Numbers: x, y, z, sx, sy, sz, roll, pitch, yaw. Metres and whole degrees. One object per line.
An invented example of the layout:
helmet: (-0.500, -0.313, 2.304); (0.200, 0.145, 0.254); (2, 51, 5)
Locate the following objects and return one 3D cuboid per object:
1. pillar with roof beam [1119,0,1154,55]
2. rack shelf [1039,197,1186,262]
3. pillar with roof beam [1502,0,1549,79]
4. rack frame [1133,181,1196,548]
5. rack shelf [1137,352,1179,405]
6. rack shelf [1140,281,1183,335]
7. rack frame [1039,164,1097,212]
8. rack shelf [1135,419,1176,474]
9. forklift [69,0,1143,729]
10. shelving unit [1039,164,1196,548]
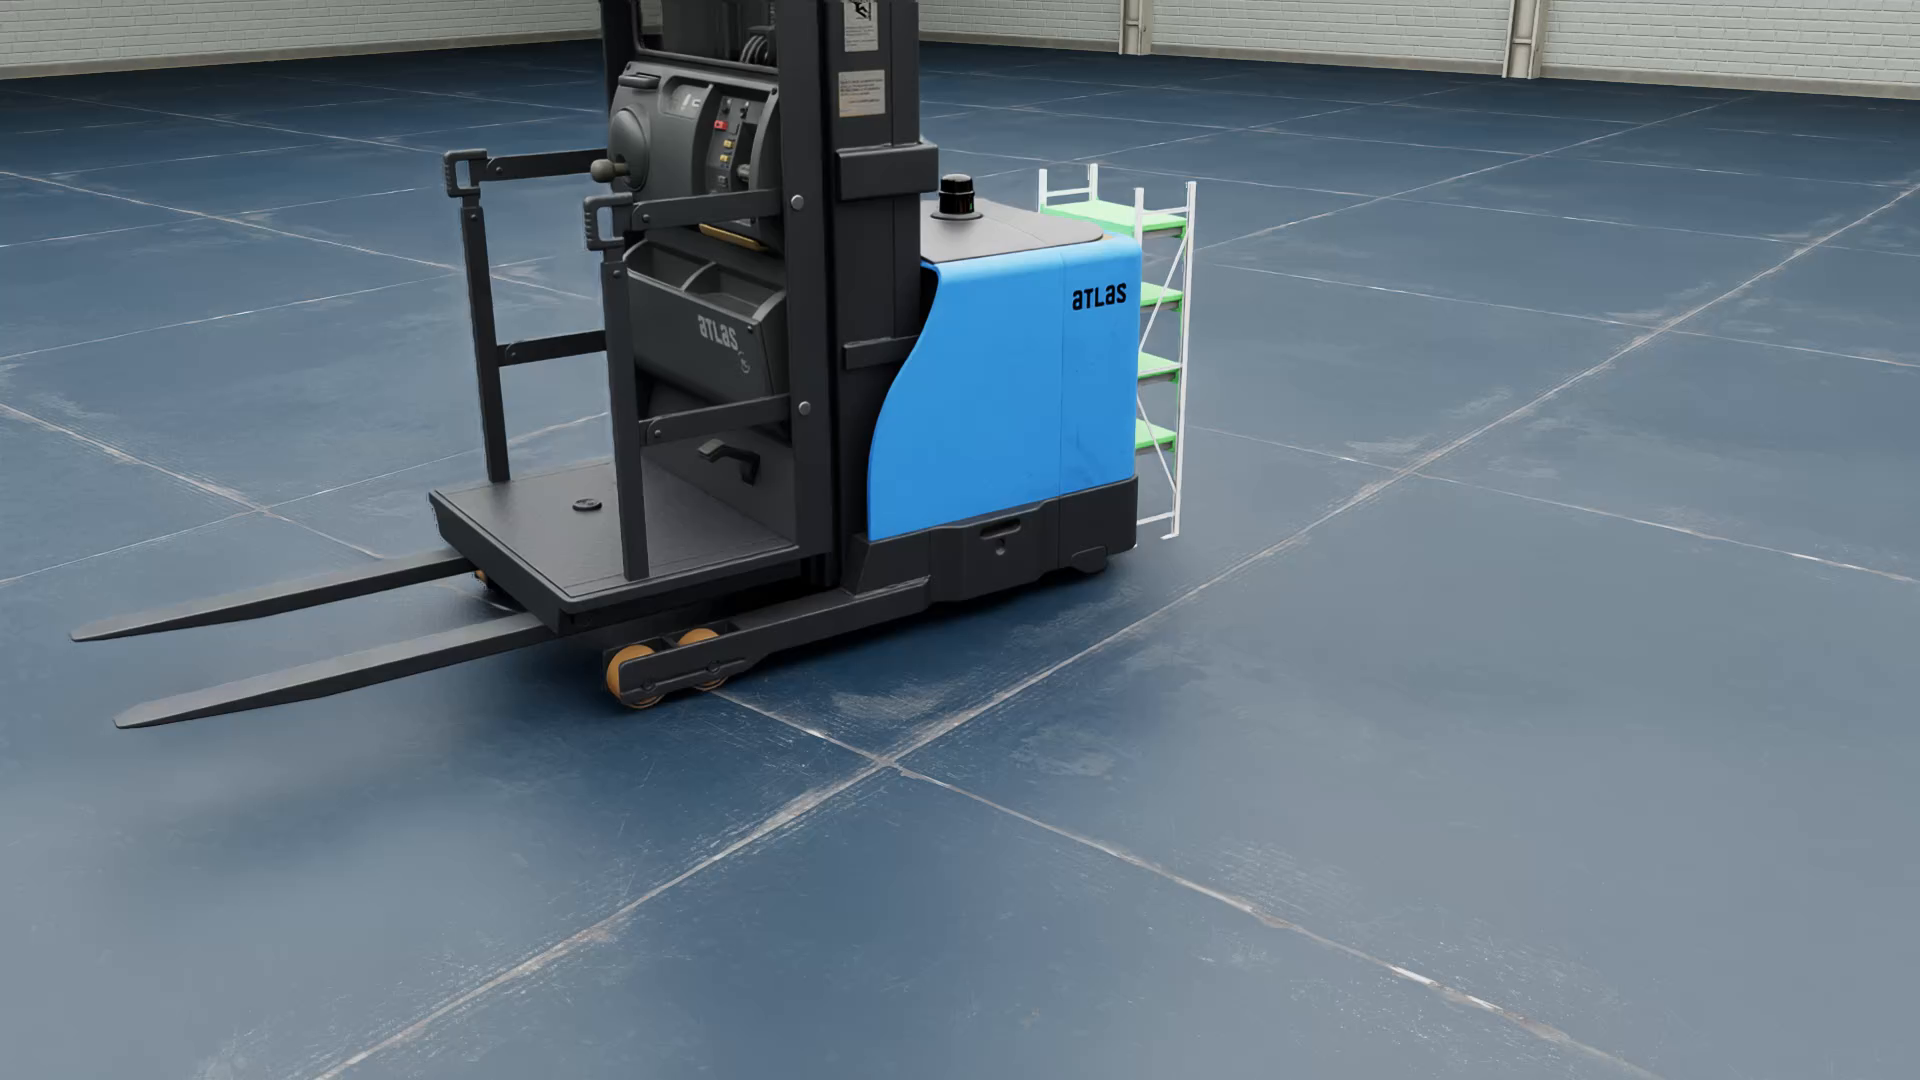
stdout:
pillar with roof beam: (-0.070, -10.395, 20.481); (0.400, 9.000, 9.100); (16, 26, 36)
rack shelf: (0.507, -1.013, 5.476); (0.258, 0.148, 0.480); (-14, 25, -33)
pillar with roof beam: (4.578, -9.057, 16.931); (0.400, 9.000, 9.100); (16, 26, 36)
rack frame: (0.648, -0.554, 5.436); (0.240, 1.200, 0.015); (-14, 25, -33)
rack shelf: (0.507, -0.564, 5.645); (0.258, 0.148, 0.480); (-14, 25, -33)
rack shelf: (0.507, -0.789, 5.560); (0.258, 0.148, 0.480); (-14, 25, -33)
rack frame: (0.366, -0.694, 5.809); (0.240, 1.200, 0.015); (-14, 25, -33)
rack shelf: (0.506, -0.340, 5.729); (0.258, 0.148, 0.480); (-14, 25, -33)
forklift: (-0.921, -1.130, 4.511); (3.031, 2.935, 1.130); (-14, 25, -33)
shelving unit: (0.507, -0.624, 5.622); (0.258, 1.200, 0.503); (-14, 25, -33)
